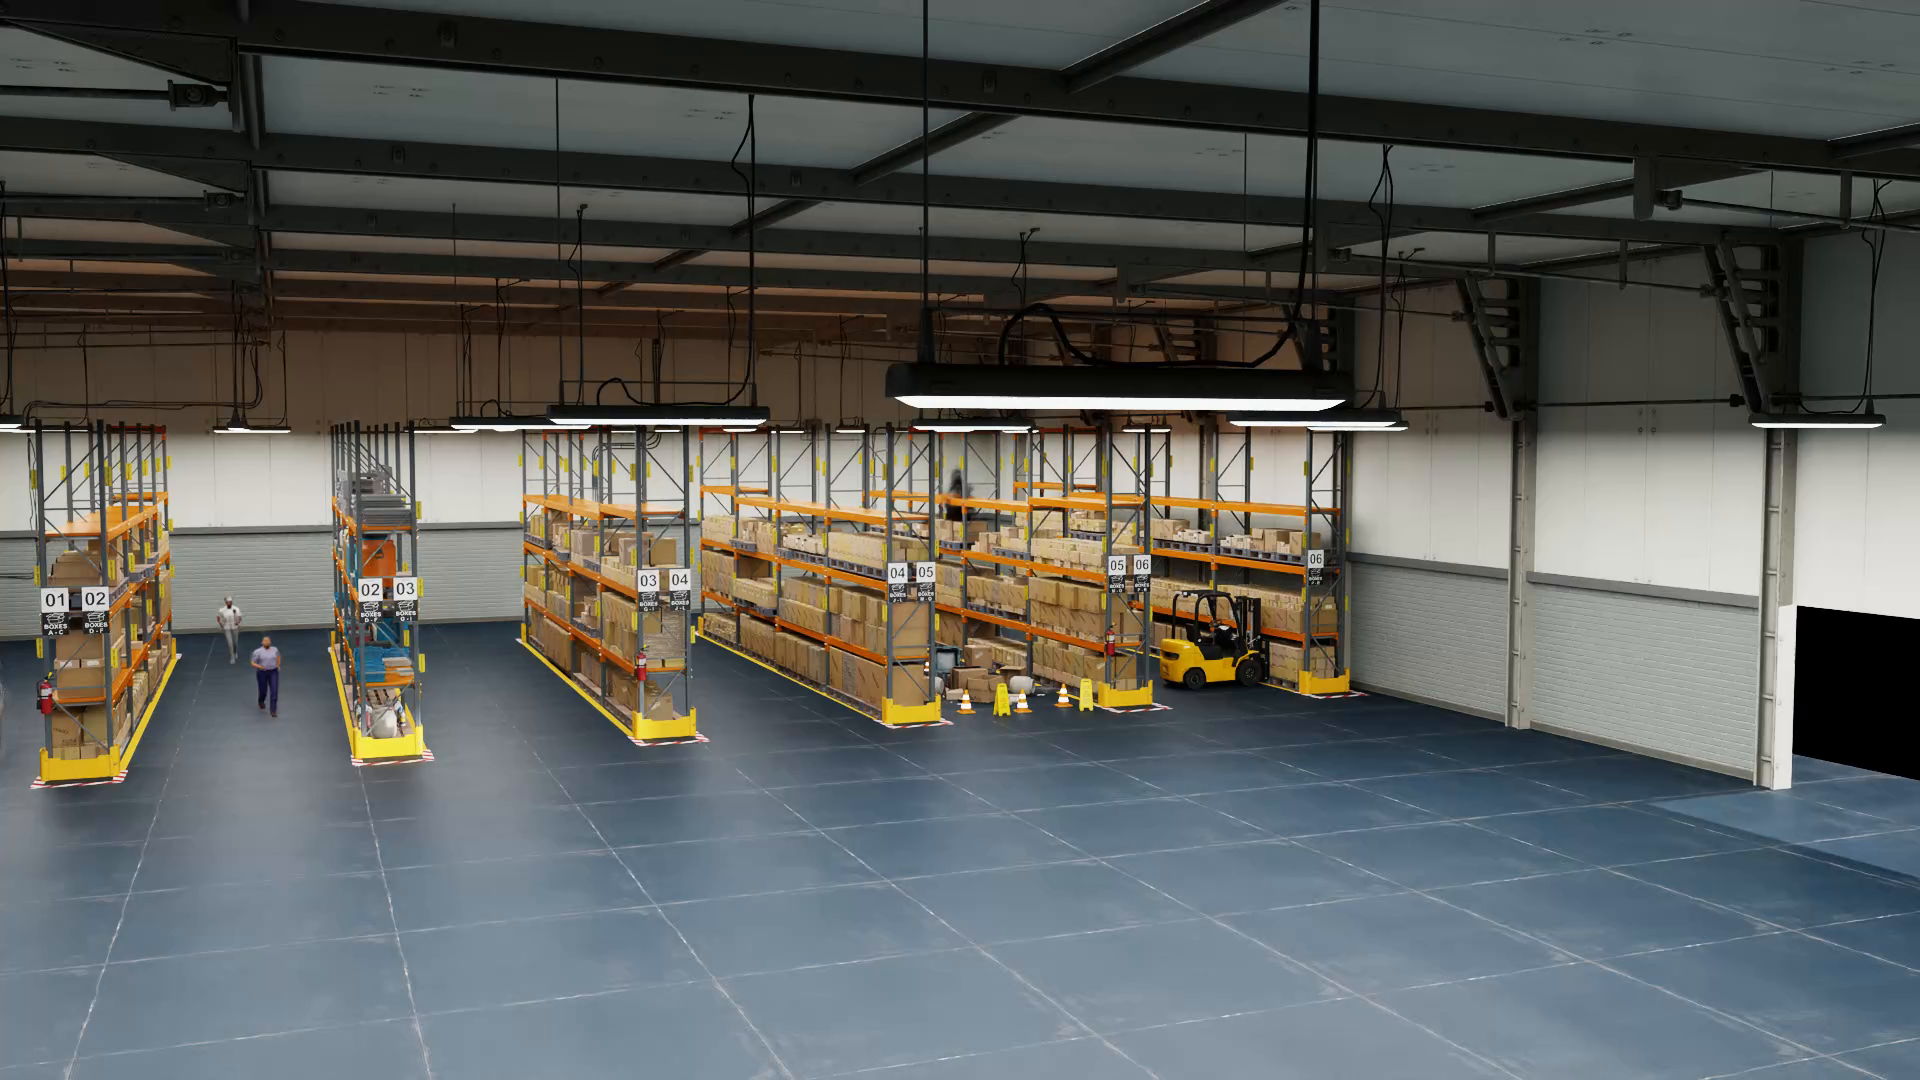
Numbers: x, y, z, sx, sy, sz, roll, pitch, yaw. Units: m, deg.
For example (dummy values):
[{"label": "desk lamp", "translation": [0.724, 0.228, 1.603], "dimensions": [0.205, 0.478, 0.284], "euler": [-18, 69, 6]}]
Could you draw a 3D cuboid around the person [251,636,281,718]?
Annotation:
[{"label": "person", "translation": [-14.199, 2.784, 34.076], "dimensions": [0.610, 1.638, 0.896], "euler": [-2, 4, -34]}]

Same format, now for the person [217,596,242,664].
[{"label": "person", "translation": [-18.474, 2.259, 42.074], "dimensions": [0.593, 1.701, 0.762], "euler": [-2, 4, -30]}]

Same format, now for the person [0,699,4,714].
[{"label": "person", "translation": [-16.588, 3.110, 28.179], "dimensions": [0.694, 1.733, 0.584], "euler": [-1, 4, -21]}]
